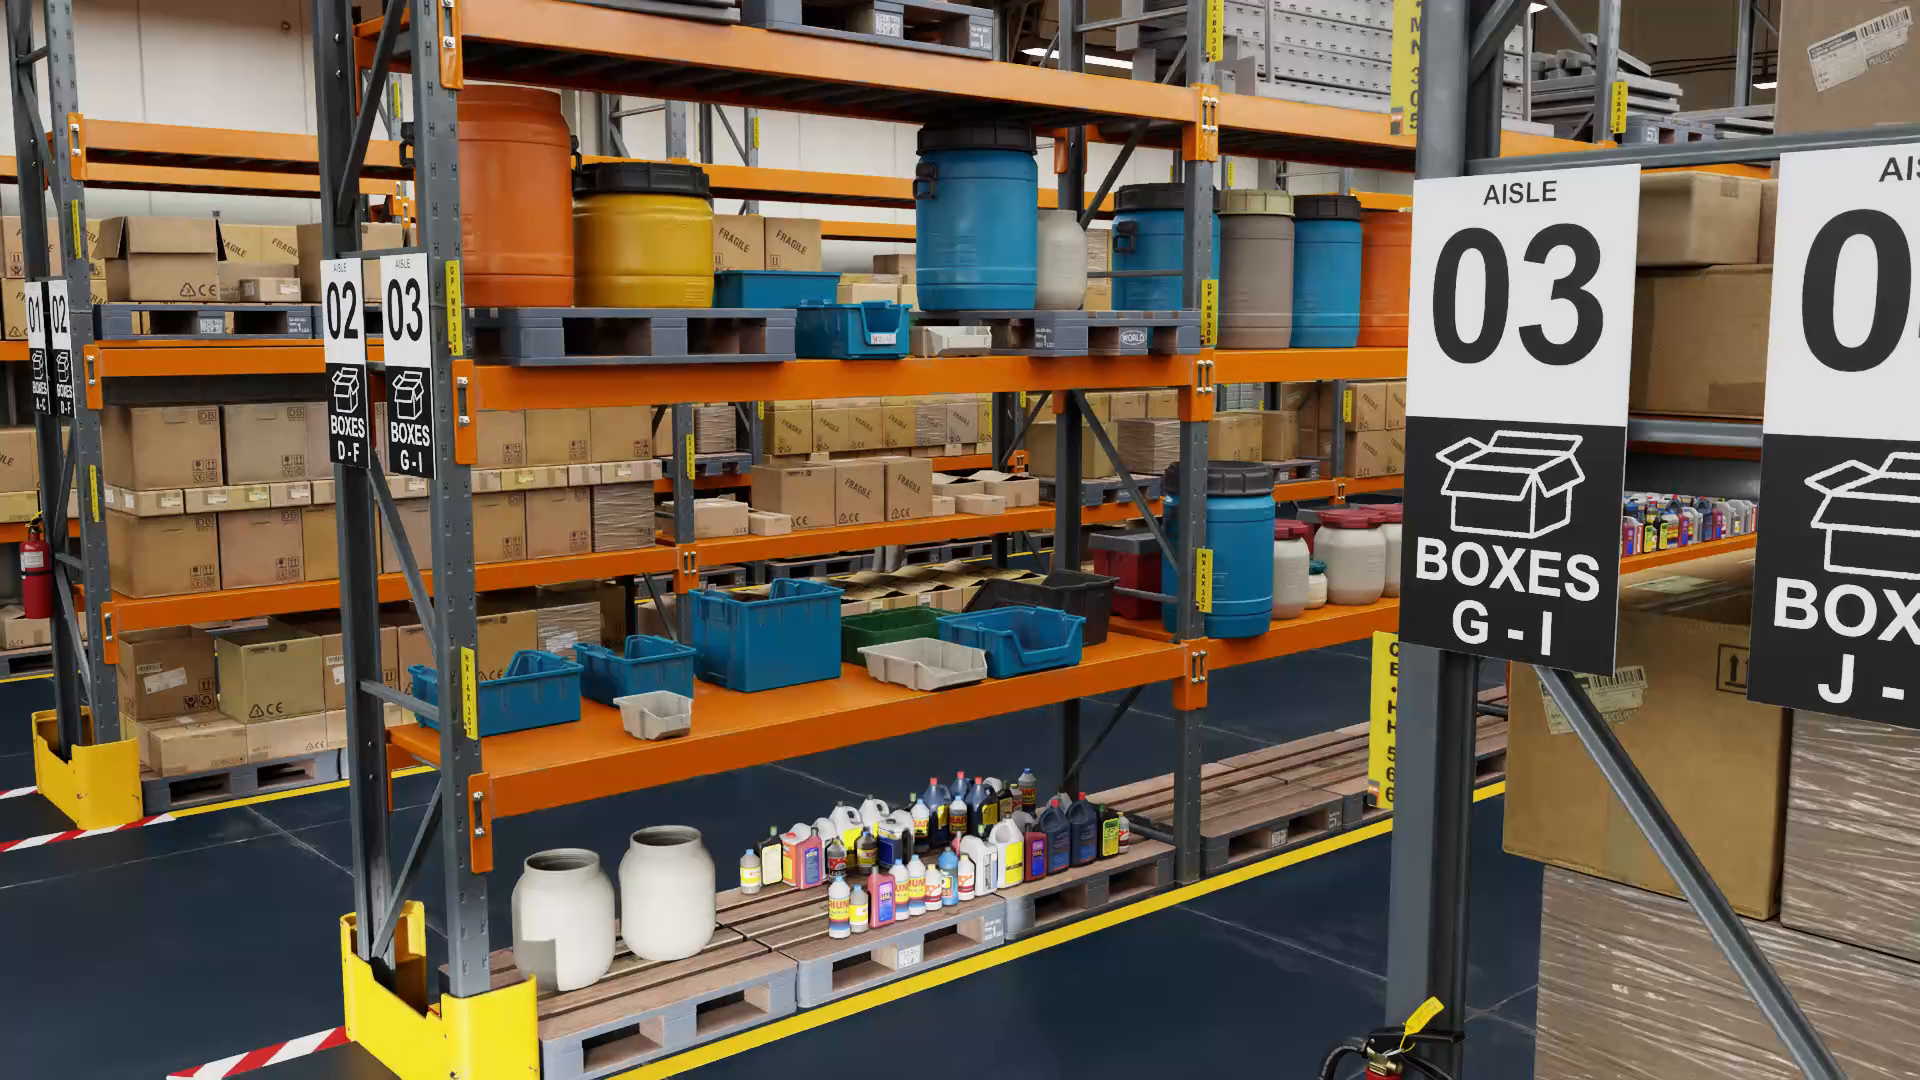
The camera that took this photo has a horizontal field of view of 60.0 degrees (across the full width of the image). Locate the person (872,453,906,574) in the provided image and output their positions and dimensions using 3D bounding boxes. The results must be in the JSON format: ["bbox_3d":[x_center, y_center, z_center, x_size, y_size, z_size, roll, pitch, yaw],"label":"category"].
[{"bbox_3d":[-0.722,-0.030,16.519,0.407,1.673,0.508,-7,10,-43],"label":"person"}]
